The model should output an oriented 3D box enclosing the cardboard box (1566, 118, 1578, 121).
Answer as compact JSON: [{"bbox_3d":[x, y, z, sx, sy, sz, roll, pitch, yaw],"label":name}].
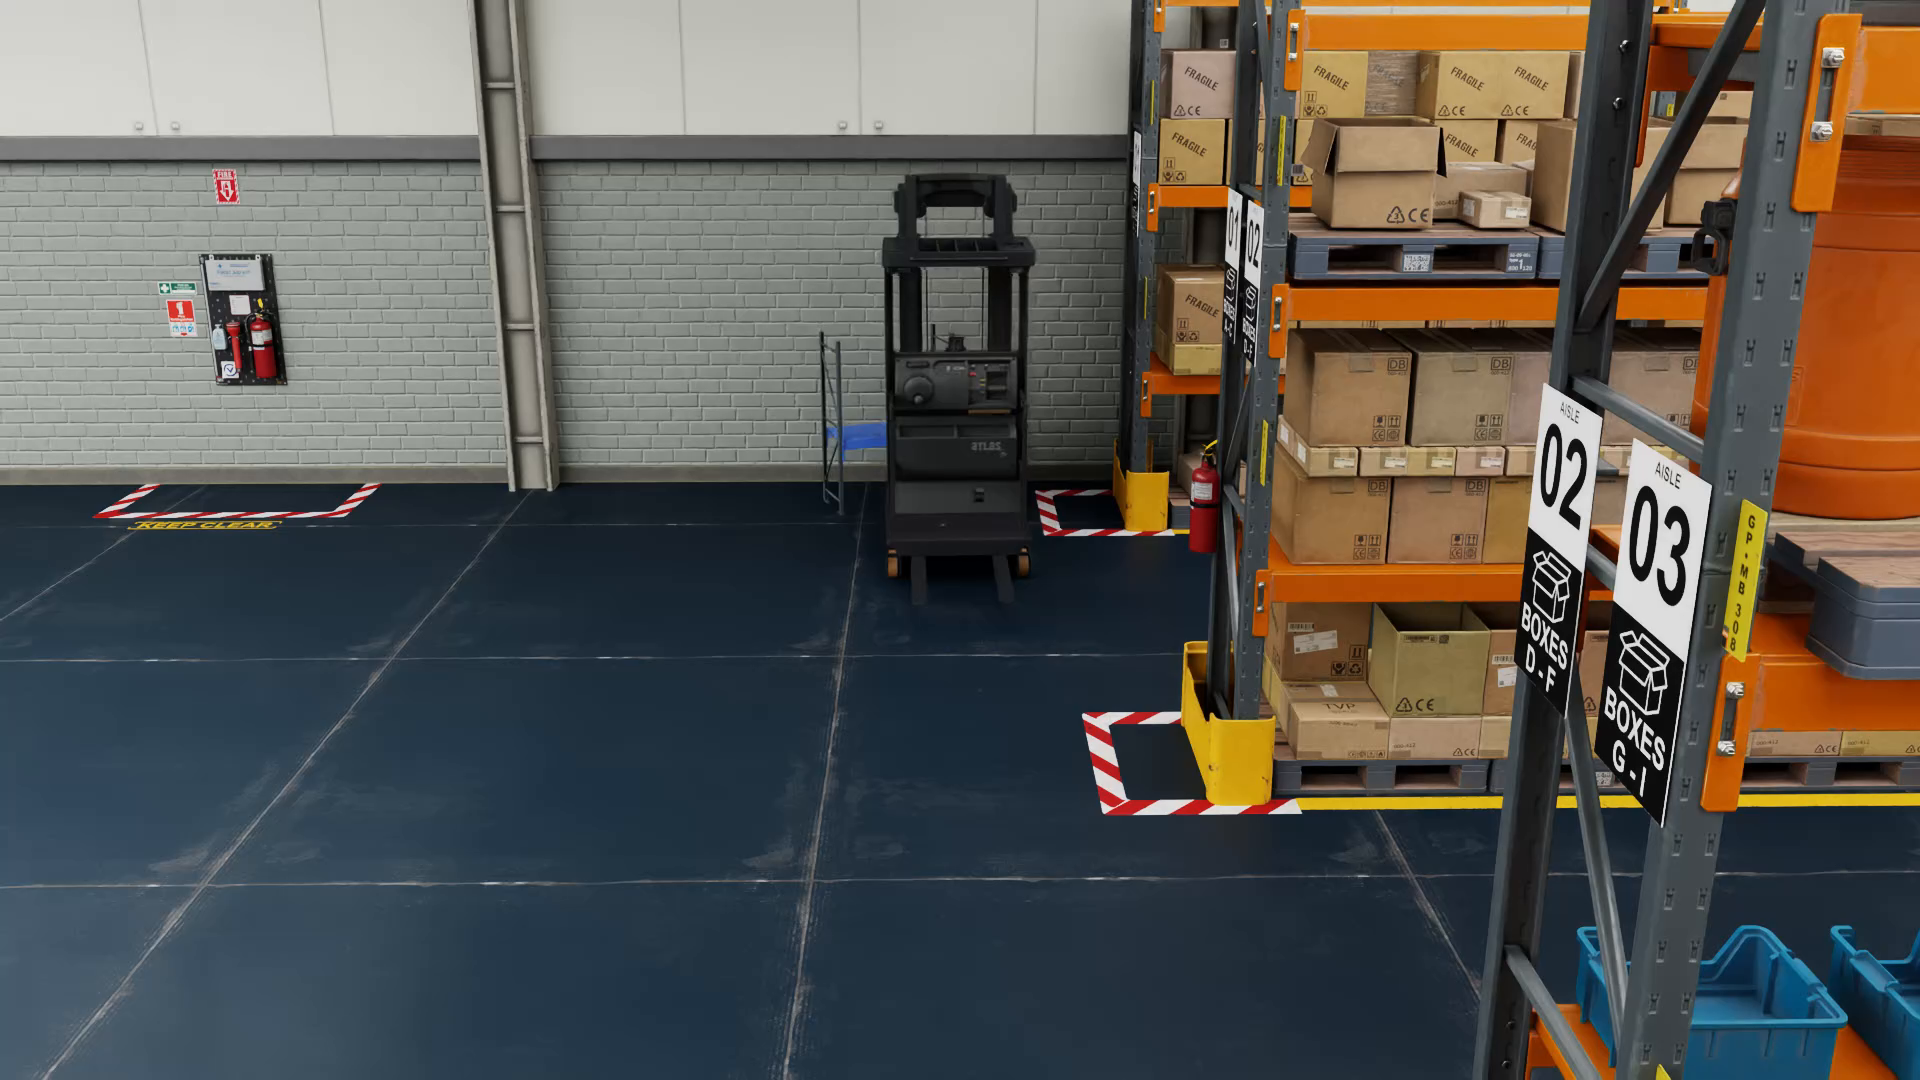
[{"bbox_3d":[4.959,-3.103,13.202,0.500,0.500,0.500,0,18,1],"label":"cardboard box"}]

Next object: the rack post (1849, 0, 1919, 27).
[{"bbox_3d":[2.378,-1.234,3.480,0.954,0.300,0.937,2,18,5],"label":"rack post"}]

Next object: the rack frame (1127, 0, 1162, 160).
[{"bbox_3d":[1.463,-4.533,12.945,0.127,3.000,1.000,0,18,-1],"label":"rack frame"}]

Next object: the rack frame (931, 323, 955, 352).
[{"bbox_3d":[-0.152,-1.113,14.562,0.032,1.500,0.500,-7,19,-21],"label":"rack frame"}]

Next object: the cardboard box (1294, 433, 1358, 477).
[{"bbox_3d":[1.941,-0.456,8.832,0.250,0.149,0.380,0,18,-1],"label":"cardboard box"}]

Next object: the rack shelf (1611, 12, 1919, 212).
[{"bbox_3d":[3.619,-0.984,3.714,4.000,0.370,1.077,0,18,-1],"label":"rack shelf"}]

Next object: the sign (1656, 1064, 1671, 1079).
[{"bbox_3d":[1.624,1.386,3.863,0.005,0.325,0.100,0,18,-1],"label":"sign"}]

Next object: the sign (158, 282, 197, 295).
[{"bbox_3d":[-6.871,-2.210,14.600,0.331,0.109,0.001,0,18,-1],"label":"sign"}]

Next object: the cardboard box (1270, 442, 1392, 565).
[{"bbox_3d":[2.012,-0.209,9.125,0.500,0.500,0.700,0,18,-1],"label":"cardboard box"}]

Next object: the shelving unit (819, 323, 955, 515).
[{"bbox_3d":[-0.624,-1.055,14.382,1.048,1.500,0.538,-7,19,-21],"label":"shelving unit"}]

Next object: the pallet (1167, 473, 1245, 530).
[{"bbox_3d":[2.352,-0.342,14.267,1.213,0.211,1.003,0,18,-1],"label":"pallet"}]

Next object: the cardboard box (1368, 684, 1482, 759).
[{"bbox_3d":[2.585,1.008,9.309,0.500,0.250,0.500,0,18,-1],"label":"cardboard box"}]

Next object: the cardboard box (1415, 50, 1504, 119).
[{"bbox_3d":[3.896,-3.560,12.991,0.500,0.500,0.500,-1,18,-3],"label":"cardboard box"}]

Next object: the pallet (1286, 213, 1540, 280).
[{"bbox_3d":[2.253,-1.545,8.687,1.213,0.211,1.003,0,18,-1],"label":"pallet"}]

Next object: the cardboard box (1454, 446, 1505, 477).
[{"bbox_3d":[2.707,-0.459,8.843,0.250,0.149,0.380,-1,18,-2],"label":"cardboard box"}]

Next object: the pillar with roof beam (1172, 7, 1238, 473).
[{"bbox_3d":[2.218,-3.485,9.681,0.400,9.000,9.100,0,18,-1],"label":"pillar with roof beam"}]

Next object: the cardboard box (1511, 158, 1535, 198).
[{"bbox_3d":[3.248,-1.904,8.892,0.500,0.311,0.500,2,18,6],"label":"cardboard box"}]

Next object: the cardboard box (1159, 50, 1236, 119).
[{"bbox_3d":[1.852,-3.565,13.007,0.500,0.500,0.500,-2,18,-5],"label":"cardboard box"}]

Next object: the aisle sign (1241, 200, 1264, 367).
[{"bbox_3d":[1.484,-1.307,8.456,0.004,0.787,0.394,0,18,-1],"label":"aisle sign"}]

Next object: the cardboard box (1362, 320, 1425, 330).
[{"bbox_3d":[3.472,-1.888,13.507,0.500,0.500,0.500,0,18,1],"label":"cardboard box"}]

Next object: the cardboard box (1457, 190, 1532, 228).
[{"bbox_3d":[2.724,-1.690,8.490,0.250,0.149,0.380,0,18,-1],"label":"cardboard box"}]

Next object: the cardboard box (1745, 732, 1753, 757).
[{"bbox_3d":[4.085,1.002,9.327,0.500,0.250,0.500,0,18,-1],"label":"cardboard box"}]

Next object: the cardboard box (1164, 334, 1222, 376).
[{"bbox_3d":[1.956,-1.520,13.587,0.500,0.250,0.500,-1,18,-2],"label":"cardboard box"}]

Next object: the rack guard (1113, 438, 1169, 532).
[{"bbox_3d":[1.539,-0.486,14.245,0.348,0.500,1.175,0,18,-1],"label":"rack guard"}]

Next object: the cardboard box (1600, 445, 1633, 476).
[{"bbox_3d":[3.478,-0.463,8.854,0.250,0.149,0.380,0,18,0],"label":"cardboard box"}]

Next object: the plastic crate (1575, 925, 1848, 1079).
[{"bbox_3d":[2.115,1.327,4.745,0.616,0.251,0.499,0,18,-1],"label":"plastic crate"}]

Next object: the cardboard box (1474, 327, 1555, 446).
[{"bbox_3d":[3.095,-0.834,8.949,0.500,0.500,0.700,0,18,-1],"label":"cardboard box"}]

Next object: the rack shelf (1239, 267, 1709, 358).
[{"bbox_3d":[3.545,-1.259,8.827,4.000,0.370,1.077,0,18,-1],"label":"rack shelf"}]

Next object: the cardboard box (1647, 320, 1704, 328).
[{"bbox_3d":[5.972,-1.945,13.815,0.500,0.500,0.700,0,18,-1],"label":"cardboard box"}]

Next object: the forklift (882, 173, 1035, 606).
[{"bbox_3d":[-0.021,-1.202,12.498,1.130,2.935,3.031,-1,18,-2],"label":"forklift"}]

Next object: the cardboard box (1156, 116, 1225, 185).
[{"bbox_3d":[1.802,-3.087,13.152,0.500,0.500,0.500,0,18,1],"label":"cardboard box"}]

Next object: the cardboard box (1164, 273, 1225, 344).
[{"bbox_3d":[1.945,-1.882,13.488,0.500,0.500,0.500,0,18,-1],"label":"cardboard box"}]

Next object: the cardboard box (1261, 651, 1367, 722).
[{"bbox_3d":[2.077,0.853,9.791,0.500,0.250,0.500,0,18,-1],"label":"cardboard box"}]

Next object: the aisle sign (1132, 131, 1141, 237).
[{"bbox_3d":[1.396,-2.822,13.178,0.004,0.787,0.394,0,18,-1],"label":"aisle sign"}]

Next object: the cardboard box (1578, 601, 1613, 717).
[{"bbox_3d":[3.585,0.648,9.203,0.500,0.500,0.500,0,18,-1],"label":"cardboard box"}]

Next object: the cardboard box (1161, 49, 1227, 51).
[{"bbox_3d":[1.890,-3.720,13.488,0.500,0.500,0.500,1,18,2],"label":"cardboard box"}]

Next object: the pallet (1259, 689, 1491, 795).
[{"bbox_3d":[2.309,1.148,9.623,1.213,0.211,1.003,0,18,-1],"label":"pallet"}]

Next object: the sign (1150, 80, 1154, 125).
[{"bbox_3d":[1.472,-3.355,12.753,0.005,0.325,0.100,0,18,-1],"label":"sign"}]

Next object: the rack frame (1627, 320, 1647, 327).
[{"bbox_3d":[5.463,-1.695,13.922,0.127,3.000,1.000,0,18,-1],"label":"rack frame"}]

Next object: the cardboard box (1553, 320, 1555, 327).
[{"bbox_3d":[4.995,-1.894,13.526,0.500,0.500,0.500,0,18,-1],"label":"cardboard box"}]

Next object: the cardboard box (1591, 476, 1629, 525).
[{"bbox_3d":[3.560,-0.217,9.151,0.500,0.500,0.700,0,18,1],"label":"cardboard box"}]

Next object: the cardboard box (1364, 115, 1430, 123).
[{"bbox_3d":[3.394,-3.091,13.166,0.500,0.500,0.500,1,18,3],"label":"cardboard box"}]

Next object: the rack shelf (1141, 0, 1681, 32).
[{"bbox_3d":[3.463,-4.198,13.086,4.000,0.370,1.077,0,18,-1],"label":"rack shelf"}]
